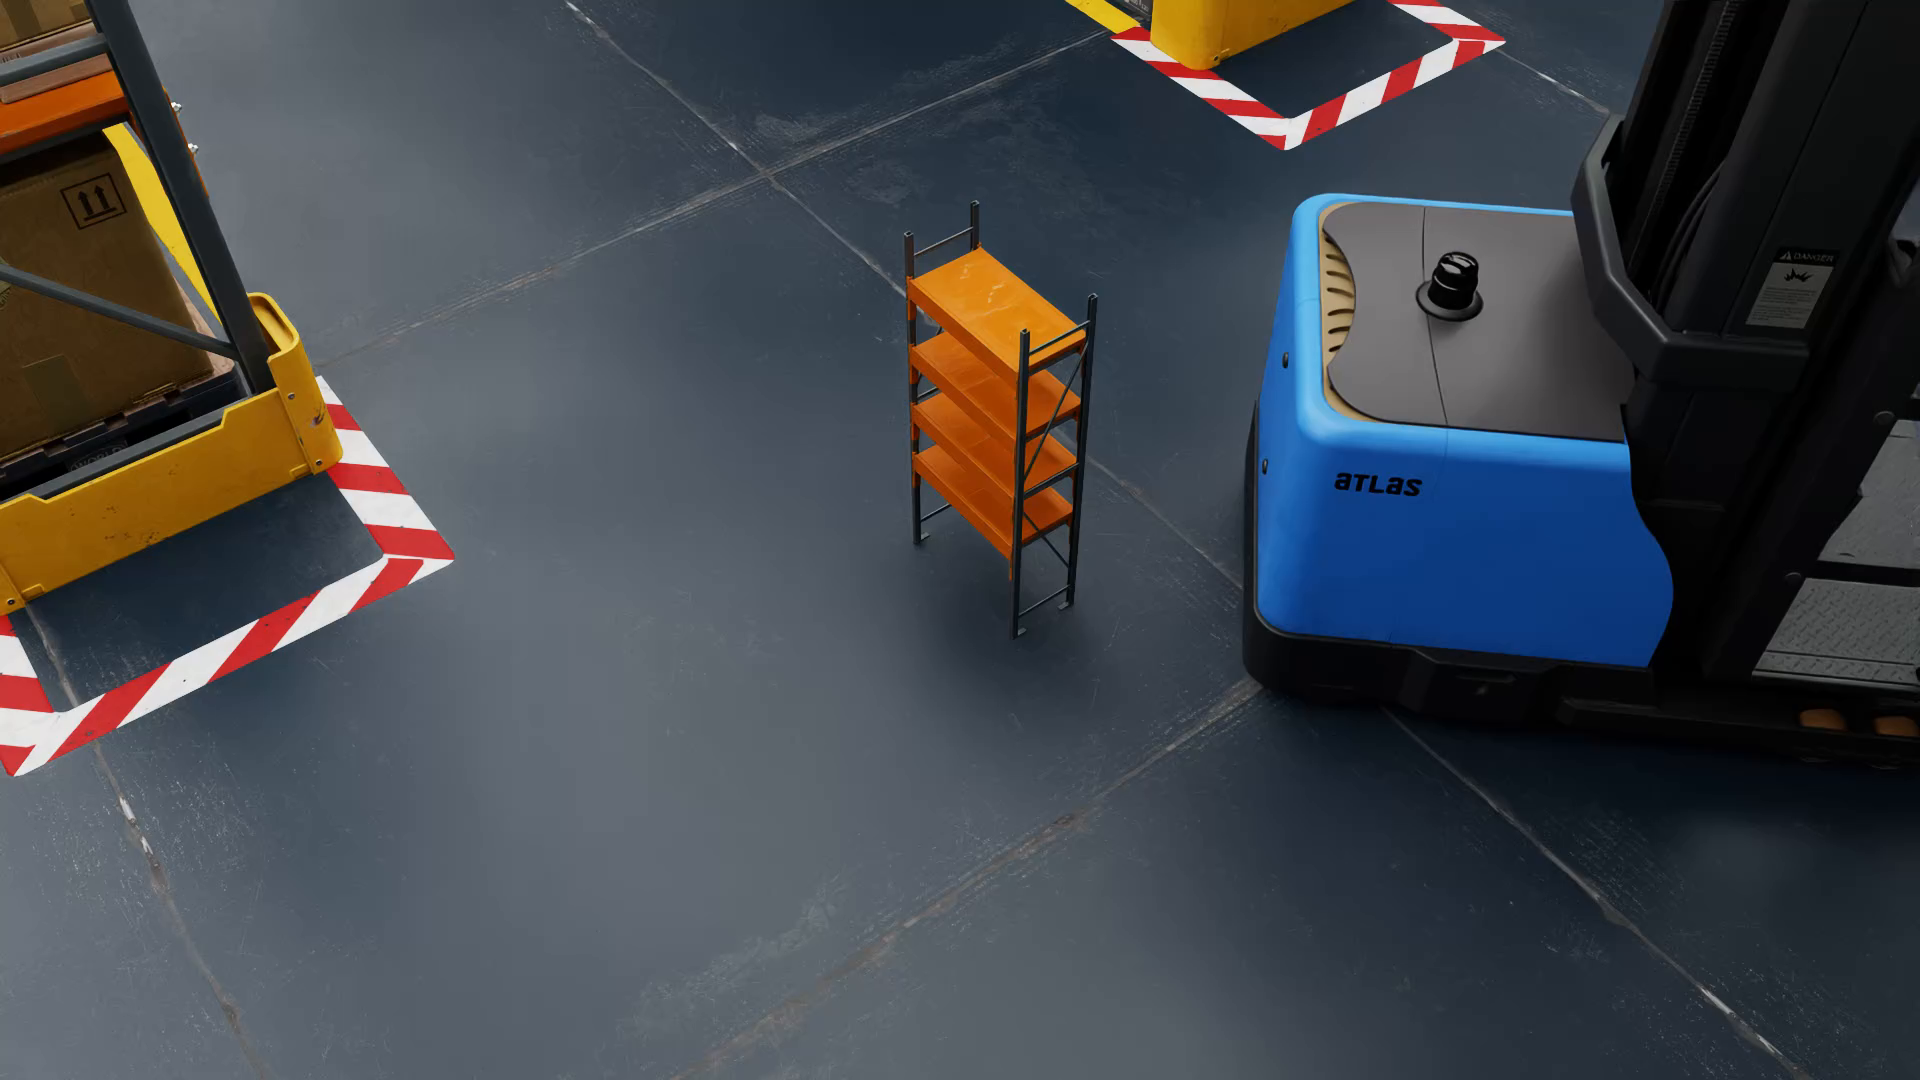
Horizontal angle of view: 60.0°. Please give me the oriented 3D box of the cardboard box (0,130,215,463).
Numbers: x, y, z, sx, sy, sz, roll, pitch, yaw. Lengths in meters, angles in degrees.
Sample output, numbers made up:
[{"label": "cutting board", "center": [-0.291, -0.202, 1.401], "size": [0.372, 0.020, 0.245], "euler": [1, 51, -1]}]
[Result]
[{"label": "cardboard box", "center": [-3.051, -0.898, 5.190], "size": [0.875, 0.875, 0.875], "euler": [-29, 54, -24]}]

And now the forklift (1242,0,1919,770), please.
[{"label": "forklift", "center": [2.378, -0.762, 3.962], "size": [3.031, 2.935, 1.130], "euler": [5, 48, 5]}]

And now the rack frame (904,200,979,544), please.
[{"label": "rack frame", "center": [-0.048, -0.449, 4.847], "size": [0.240, 1.200, 0.015], "euler": [-29, 54, -24]}]

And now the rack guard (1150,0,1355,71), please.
[{"label": "rack guard", "center": [1.367, -2.503, 7.181], "size": [1.175, 0.500, 0.348], "euler": [-29, 54, -24]}]

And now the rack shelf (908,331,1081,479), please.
[{"label": "rack shelf", "center": [0.100, -0.410, 4.601], "size": [0.258, 0.148, 0.480], "euler": [-29, 54, -24]}]

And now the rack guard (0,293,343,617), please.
[{"label": "rack guard", "center": [-2.585, -0.275, 5.162], "size": [1.175, 0.500, 0.348], "euler": [-29, 54, -24]}]

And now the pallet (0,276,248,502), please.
[{"label": "pallet", "center": [-3.146, -0.629, 5.677], "size": [1.003, 0.211, 1.213], "euler": [-29, 54, -24]}]

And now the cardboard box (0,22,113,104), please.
[{"label": "cardboard box", "center": [-2.552, -1.402, 4.666], "size": [0.380, 0.149, 0.250], "euler": [-29, 54, -24]}]

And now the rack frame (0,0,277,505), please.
[{"label": "rack frame", "center": [-2.600, -1.129, 4.249], "size": [1.000, 3.000, 0.127], "euler": [-29, 54, -24]}]

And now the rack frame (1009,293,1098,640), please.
[{"label": "rack frame", "center": [0.248, -0.162, 4.587], "size": [0.240, 1.200, 0.015], "euler": [-29, 54, -24]}]

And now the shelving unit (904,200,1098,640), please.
[{"label": "shelving unit", "center": [0.100, -0.305, 4.717], "size": [0.258, 1.200, 0.503], "euler": [-29, 54, -24]}]

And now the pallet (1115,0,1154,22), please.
[{"label": "pallet", "center": [0.874, -2.918, 7.753], "size": [1.003, 0.211, 1.213], "euler": [-29, 54, -24]}]

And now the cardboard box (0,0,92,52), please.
[{"label": "cardboard box", "center": [-2.675, -1.583, 4.560], "size": [0.500, 0.250, 0.500], "euler": [-31, 55, -25]}]

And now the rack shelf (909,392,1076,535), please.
[{"label": "rack shelf", "center": [0.100, -0.260, 4.767], "size": [0.258, 0.148, 0.480], "euler": [-29, 54, -24]}]

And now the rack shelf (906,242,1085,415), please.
[{"label": "rack shelf", "center": [0.100, -0.569, 4.426], "size": [0.258, 0.148, 0.480], "euler": [-29, 54, -24]}]

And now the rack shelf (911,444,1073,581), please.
[{"label": "rack shelf", "center": [0.100, -0.127, 4.914], "size": [0.258, 0.148, 0.480], "euler": [-29, 54, -24]}]

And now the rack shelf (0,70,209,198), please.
[{"label": "rack shelf", "center": [-3.811, -2.067, 5.584], "size": [1.077, 0.370, 4.000], "euler": [-29, 54, -24]}]
